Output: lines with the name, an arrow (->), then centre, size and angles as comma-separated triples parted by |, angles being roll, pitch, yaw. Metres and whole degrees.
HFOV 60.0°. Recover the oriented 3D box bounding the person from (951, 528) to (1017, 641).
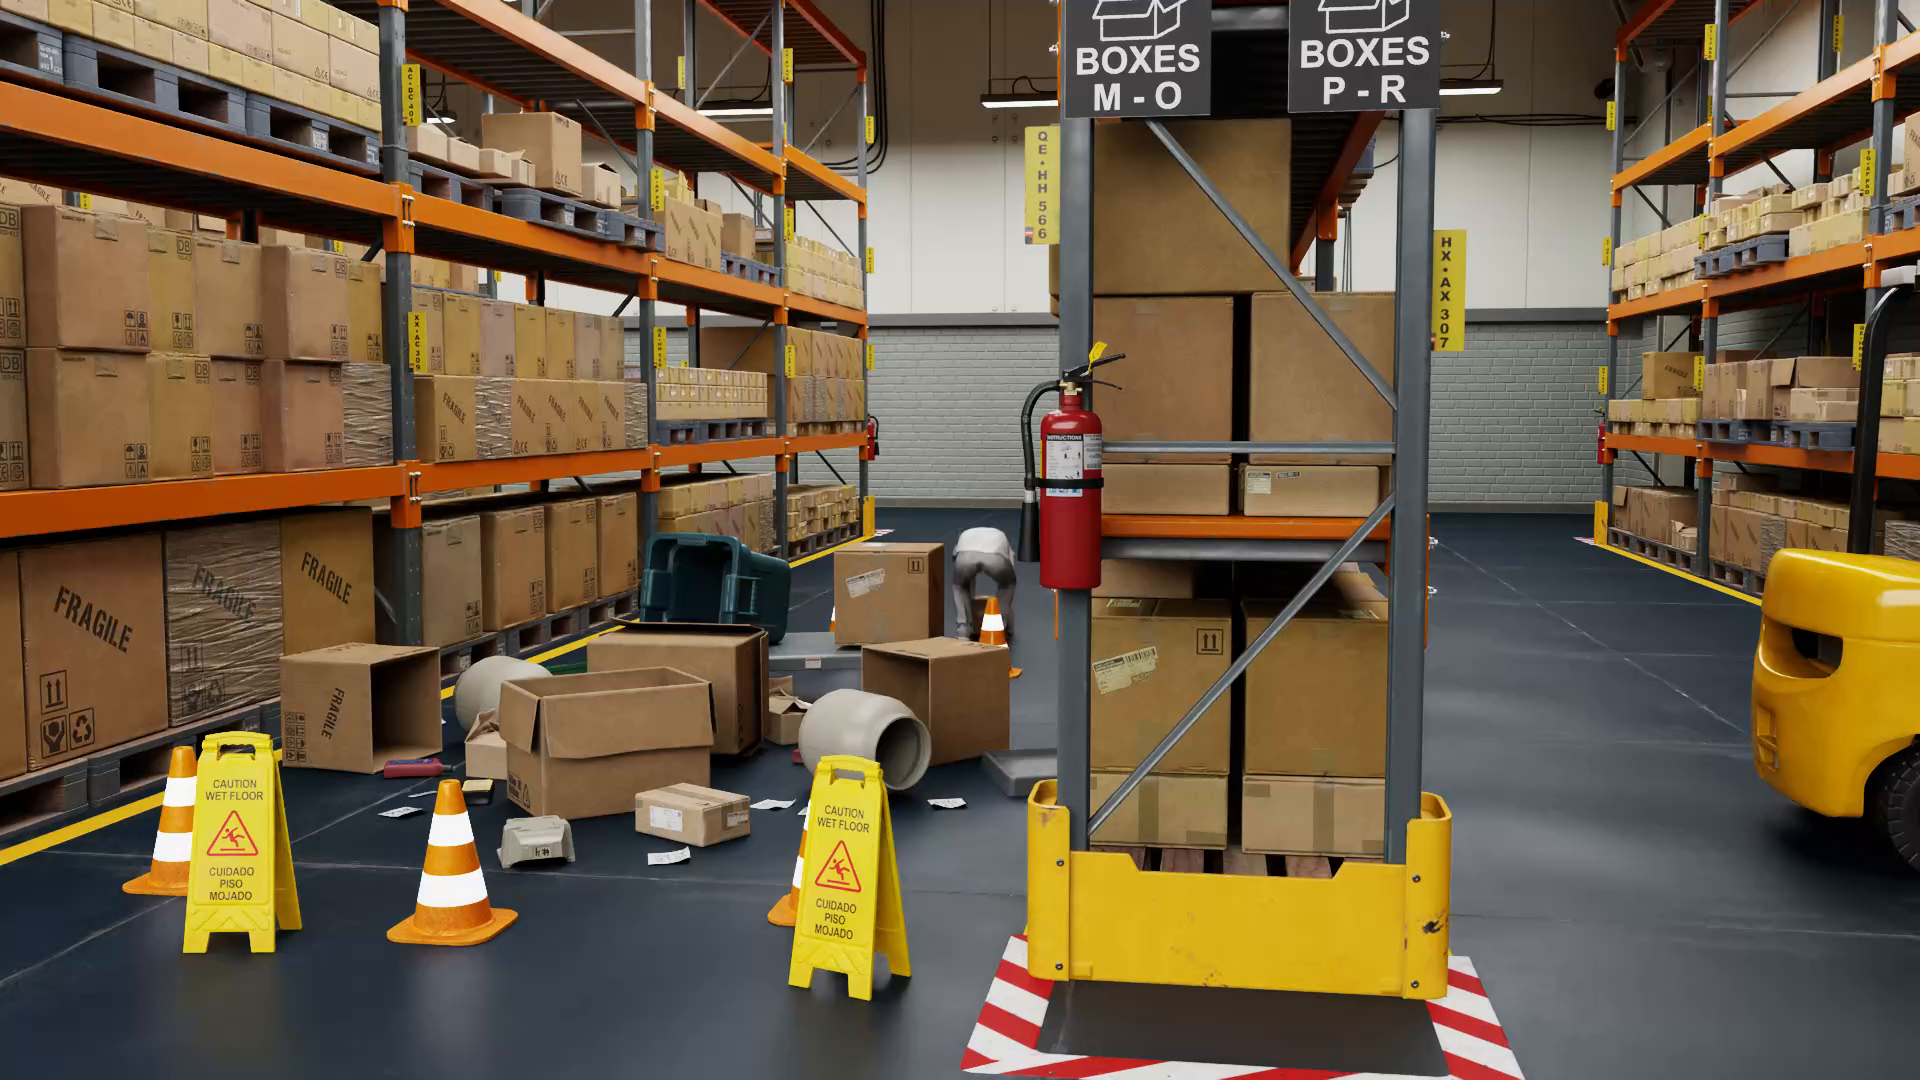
person -> 0.167, 0.308, 11.638 | 0.460, 0.812, 0.902 | 1, 5, 7
